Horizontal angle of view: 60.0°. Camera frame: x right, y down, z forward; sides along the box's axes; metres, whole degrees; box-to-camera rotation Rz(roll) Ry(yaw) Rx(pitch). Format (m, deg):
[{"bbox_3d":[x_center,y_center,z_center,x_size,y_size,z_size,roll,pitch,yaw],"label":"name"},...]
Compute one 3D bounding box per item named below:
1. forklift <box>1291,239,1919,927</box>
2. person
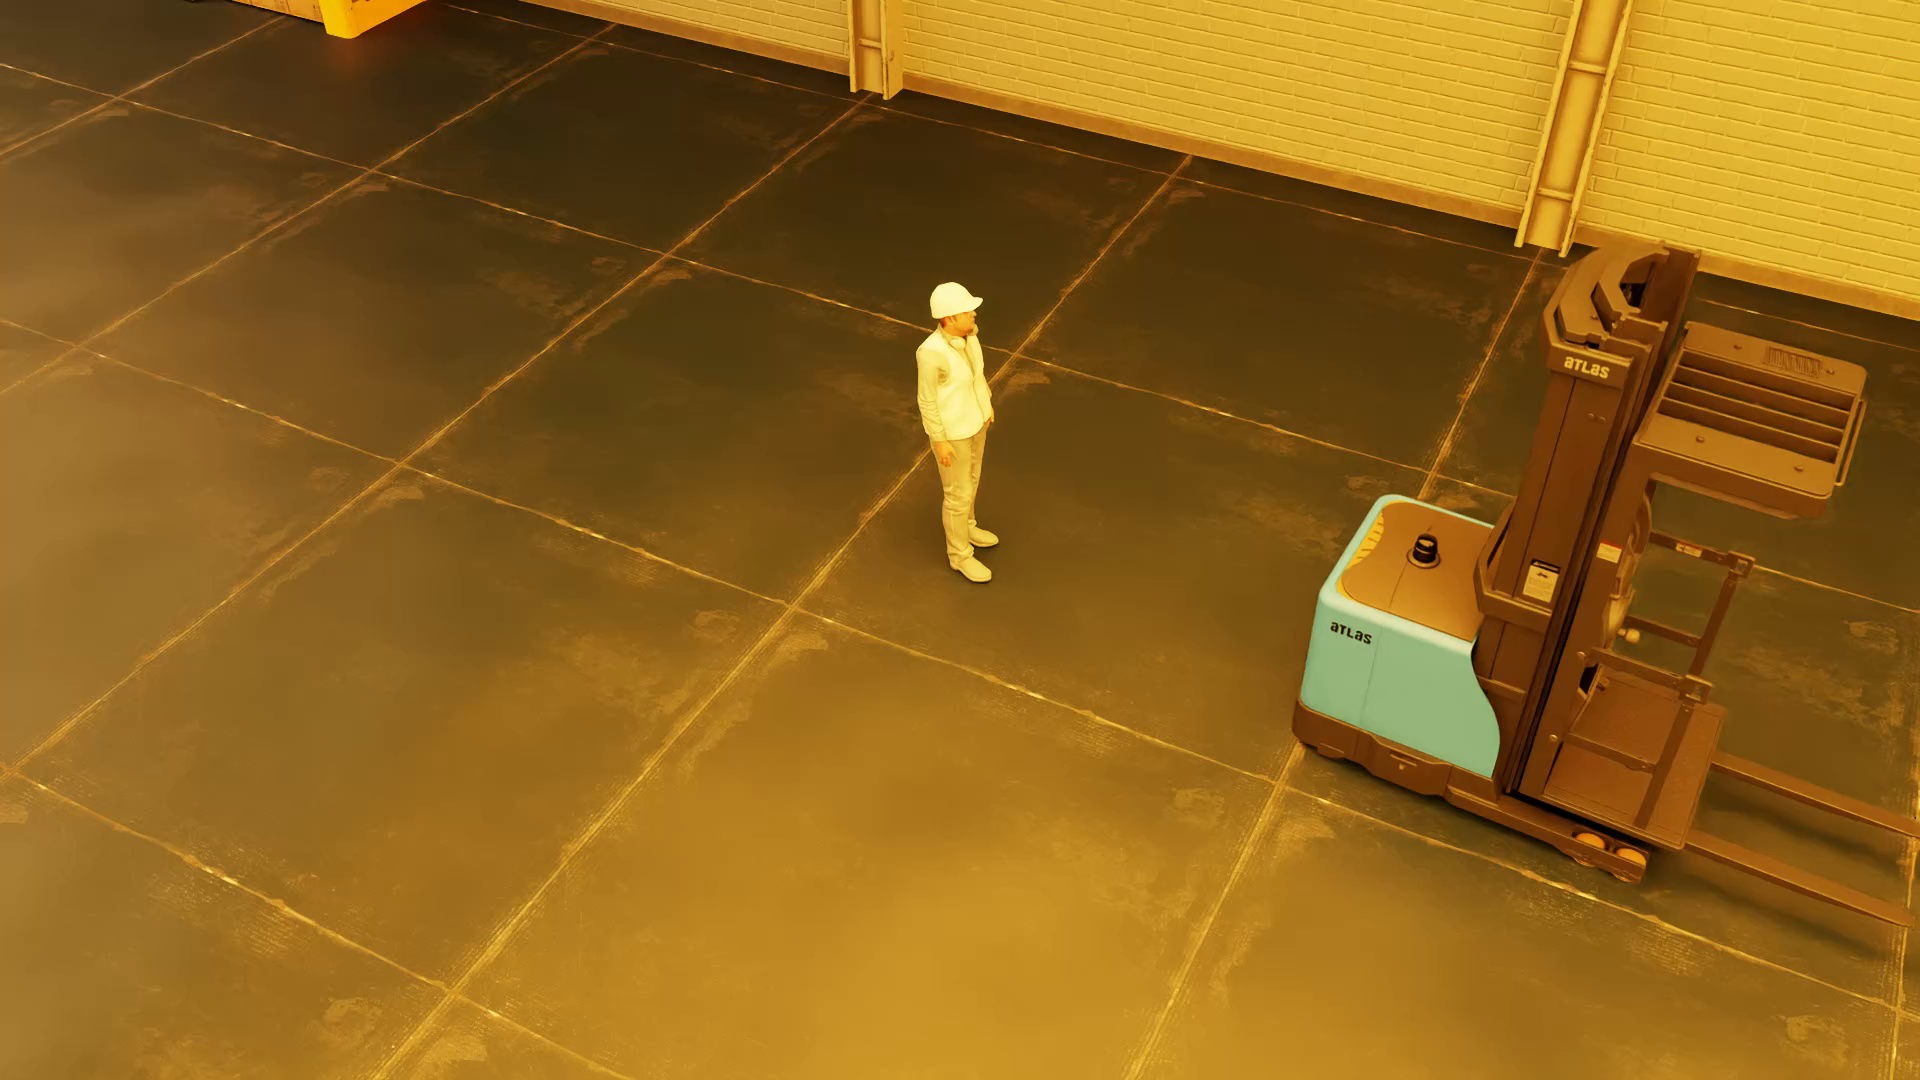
[{"bbox_3d":[3.316,0.179,7.774,3.031,2.935,1.130,21,44,23],"label":"forklift"},{"bbox_3d":[0.053,-0.662,9.658,0.566,1.775,0.634,18,43,21],"label":"person"}]
